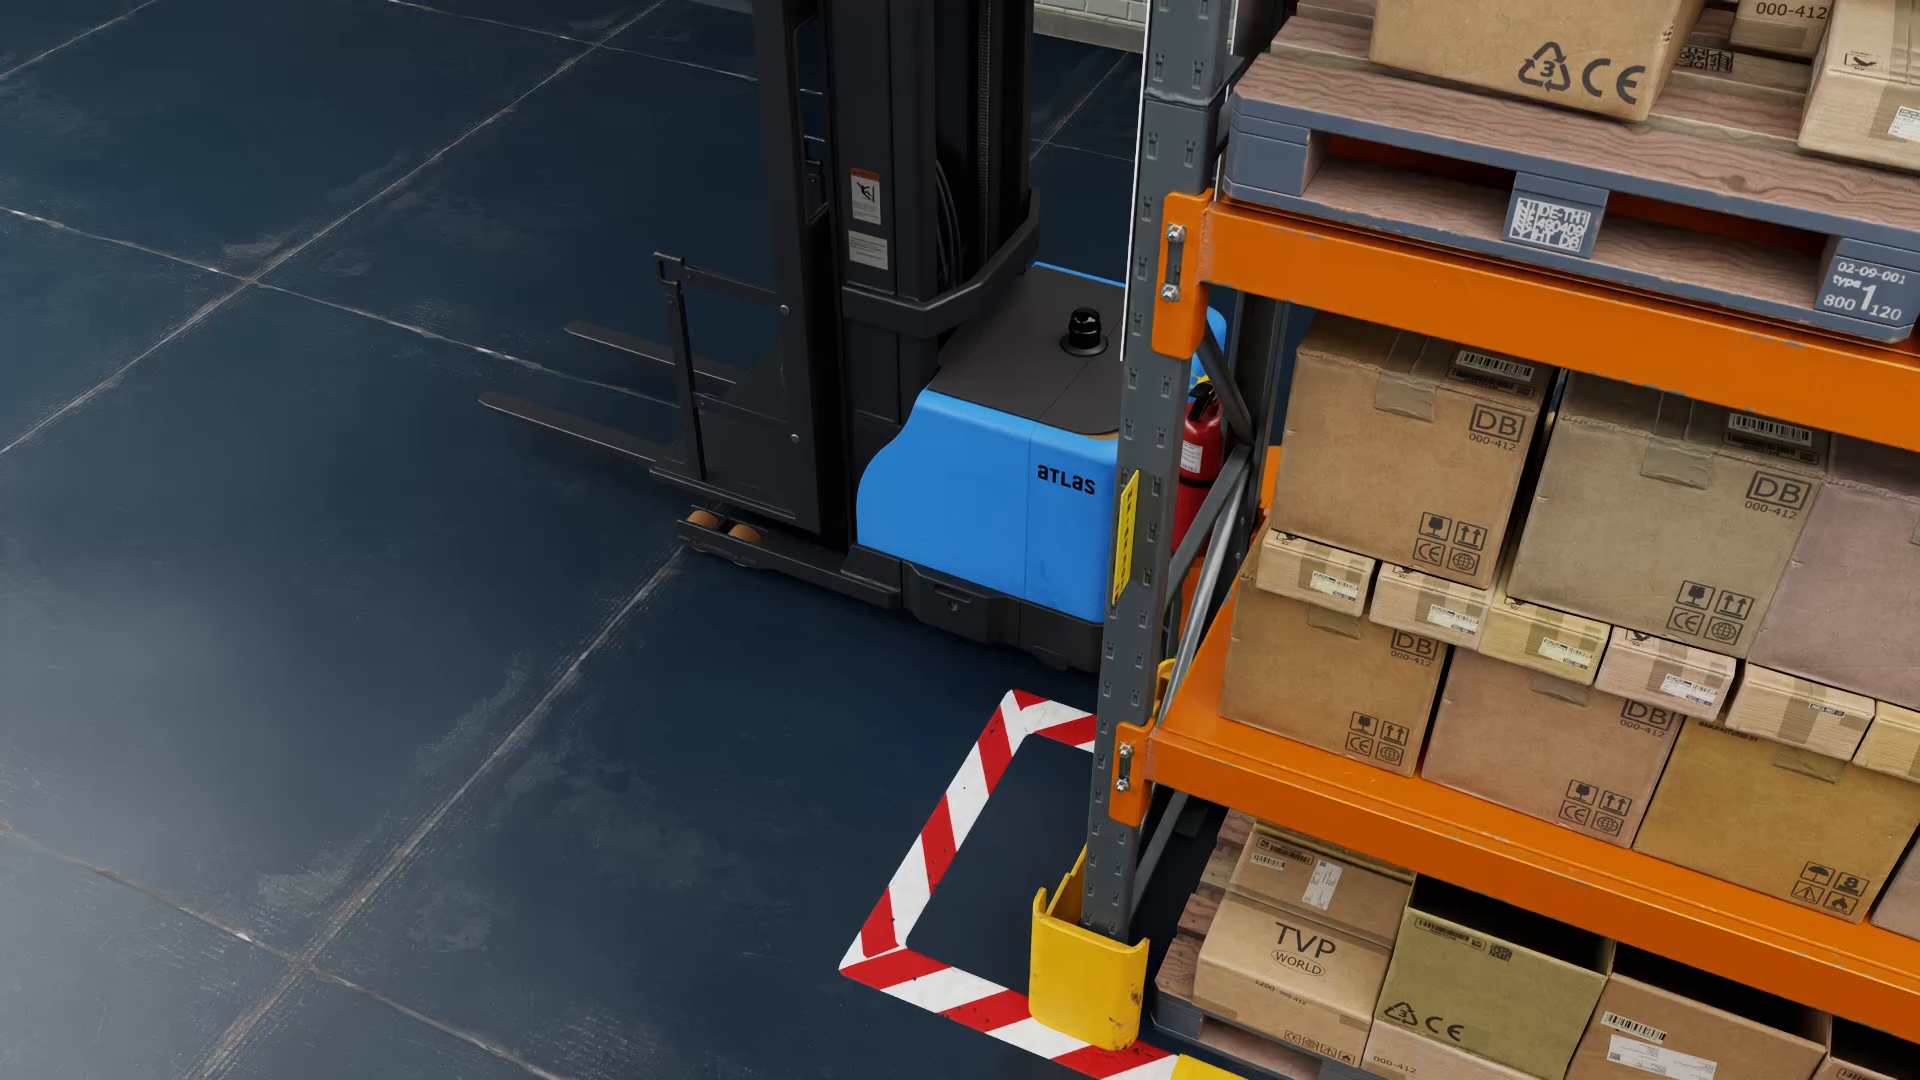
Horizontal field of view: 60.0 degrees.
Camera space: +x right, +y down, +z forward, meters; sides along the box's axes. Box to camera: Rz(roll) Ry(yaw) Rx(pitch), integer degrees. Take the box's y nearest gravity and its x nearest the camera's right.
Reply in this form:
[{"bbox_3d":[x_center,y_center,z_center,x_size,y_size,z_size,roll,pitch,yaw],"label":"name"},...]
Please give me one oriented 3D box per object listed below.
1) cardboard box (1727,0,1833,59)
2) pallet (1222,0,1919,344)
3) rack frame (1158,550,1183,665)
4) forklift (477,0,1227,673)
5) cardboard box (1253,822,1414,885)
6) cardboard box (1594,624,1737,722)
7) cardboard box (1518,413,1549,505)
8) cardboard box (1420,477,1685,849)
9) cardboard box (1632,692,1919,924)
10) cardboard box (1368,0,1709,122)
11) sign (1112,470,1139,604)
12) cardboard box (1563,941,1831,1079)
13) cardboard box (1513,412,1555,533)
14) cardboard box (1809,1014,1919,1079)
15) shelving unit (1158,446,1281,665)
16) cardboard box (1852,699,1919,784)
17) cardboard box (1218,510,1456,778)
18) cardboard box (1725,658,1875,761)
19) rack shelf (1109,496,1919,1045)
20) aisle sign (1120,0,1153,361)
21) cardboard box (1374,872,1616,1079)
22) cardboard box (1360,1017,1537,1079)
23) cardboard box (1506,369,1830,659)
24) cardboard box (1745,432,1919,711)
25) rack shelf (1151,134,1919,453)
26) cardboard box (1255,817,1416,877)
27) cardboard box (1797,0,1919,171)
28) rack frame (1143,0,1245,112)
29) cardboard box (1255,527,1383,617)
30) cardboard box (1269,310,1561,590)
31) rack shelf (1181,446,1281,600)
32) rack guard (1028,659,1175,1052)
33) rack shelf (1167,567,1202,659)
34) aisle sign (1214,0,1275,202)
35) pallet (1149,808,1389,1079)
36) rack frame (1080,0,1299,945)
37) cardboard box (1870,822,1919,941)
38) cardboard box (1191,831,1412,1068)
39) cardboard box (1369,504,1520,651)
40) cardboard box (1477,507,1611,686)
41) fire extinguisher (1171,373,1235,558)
[{"bbox_3d":[1.768,-1.100,3.126,0.500,0.250,0.500,17,44,19],"label":"cardboard box"},{"bbox_3d":[1.242,-0.863,3.233,1.213,0.211,1.003,17,44,19],"label":"pallet"},{"bbox_3d":[0.732,0.142,5.727,0.032,1.125,0.500,3,41,3],"label":"rack frame"},{"bbox_3d":[-0.561,-1.292,6.002,3.031,2.935,1.130,18,44,20],"label":"forklift"},{"bbox_3d":[1.223,0.879,5.224,0.500,0.250,0.500,17,44,19],"label":"cardboard box"},{"bbox_3d":[1.571,0.192,3.667,0.250,0.149,0.380,16,44,18],"label":"cardboard box"},{"bbox_3d":[1.277,-0.193,4.111,0.250,0.149,0.380,18,44,20],"label":"cardboard box"},{"bbox_3d":[1.508,0.267,4.075,0.500,0.500,0.700,18,44,20],"label":"cardboard box"},{"bbox_3d":[1.956,0.408,3.912,0.500,0.500,0.700,17,44,19],"label":"cardboard box"},{"bbox_3d":[1.132,-1.197,3.044,0.637,0.503,0.797,20,45,22],"label":"cardboard box"},{"bbox_3d":[0.372,-0.004,3.743,0.005,0.325,0.100,17,44,19],"label":"sign"},{"bbox_3d":[1.917,1.171,4.315,0.500,0.500,0.500,17,44,19],"label":"cardboard box"},{"bbox_3d":[1.509,-0.122,4.029,0.250,0.149,0.380,16,44,18],"label":"cardboard box"},{"bbox_3d":[2.363,1.320,4.143,0.500,0.500,0.500,17,44,19],"label":"cardboard box"},{"bbox_3d":[1.239,0.165,5.701,1.048,1.125,0.538,3,41,3],"label":"shelving unit"},{"bbox_3d":[2.045,0.335,3.502,0.250,0.149,0.380,16,44,18],"label":"cardboard box"},{"bbox_3d":[1.030,0.125,4.239,0.500,0.500,0.700,17,44,19],"label":"cardboard box"},{"bbox_3d":[1.813,0.264,3.583,0.250,0.149,0.380,16,43,17],"label":"cardboard box"},{"bbox_3d":[2.425,0.851,4.027,4.000,0.370,1.077,17,44,19],"label":"rack shelf"},{"bbox_3d":[0.424,-0.793,3.390,0.004,0.787,0.394,17,44,19],"label":"aisle sign"},{"bbox_3d":[1.458,1.041,4.465,0.500,0.500,0.500,17,44,19],"label":"cardboard box"},{"bbox_3d":[1.459,1.323,4.712,0.500,0.250,0.500,17,44,19],"label":"cardboard box"},{"bbox_3d":[1.557,-0.208,3.633,0.500,0.500,0.700,16,43,18],"label":"cardboard box"},{"bbox_3d":[2.014,-0.069,3.473,0.500,0.500,0.700,17,44,19],"label":"cardboard box"},{"bbox_3d":[2.425,-0.282,3.044,4.000,0.370,1.077,17,44,19],"label":"rack shelf"},{"bbox_3d":[1.224,0.595,4.980,0.500,0.500,0.500,17,44,19],"label":"cardboard box"},{"bbox_3d":[1.604,-0.794,2.850,0.250,0.149,0.380,17,44,19],"label":"cardboard box"},{"bbox_3d":[0.613,-2.241,2.465,0.127,3.000,1.000,17,44,19],"label":"rack frame"},{"bbox_3d":[0.877,-0.021,3.912,0.250,0.149,0.380,17,44,18],"label":"cardboard box"},{"bbox_3d":[1.078,-0.351,3.798,0.500,0.500,0.700,17,44,19],"label":"cardboard box"},{"bbox_3d":[1.239,-0.056,5.509,1.000,0.278,0.538,3,41,3],"label":"rack shelf"},{"bbox_3d":[0.591,0.964,5.257,0.348,0.500,1.175,17,44,19],"label":"rack guard"},{"bbox_3d":[1.239,0.350,5.861,1.000,0.278,0.538,3,41,3],"label":"rack shelf"},{"bbox_3d":[0.677,-1.149,3.801,0.004,0.787,0.394,17,44,19],"label":"aisle sign"},{"bbox_3d":[1.323,1.266,5.128,1.213,0.211,1.003,17,44,19],"label":"pallet"},{"bbox_3d":[0.613,0.026,4.430,0.127,3.000,1.000,17,44,19],"label":"rack frame"},{"bbox_3d":[2.434,0.552,3.747,0.500,0.500,0.700,18,44,20],"label":"cardboard box"},{"bbox_3d":[1.005,1.187,4.870,0.500,0.250,0.500,17,44,19],"label":"cardboard box"},{"bbox_3d":[1.118,0.051,3.830,0.250,0.149,0.380,16,43,18],"label":"cardboard box"},{"bbox_3d":[1.343,0.121,3.749,0.250,0.149,0.380,17,44,19],"label":"cardboard box"},{"bbox_3d":[0.702,-0.254,4.811,0.183,0.674,0.296,17,44,19],"label":"fire extinguisher"}]
